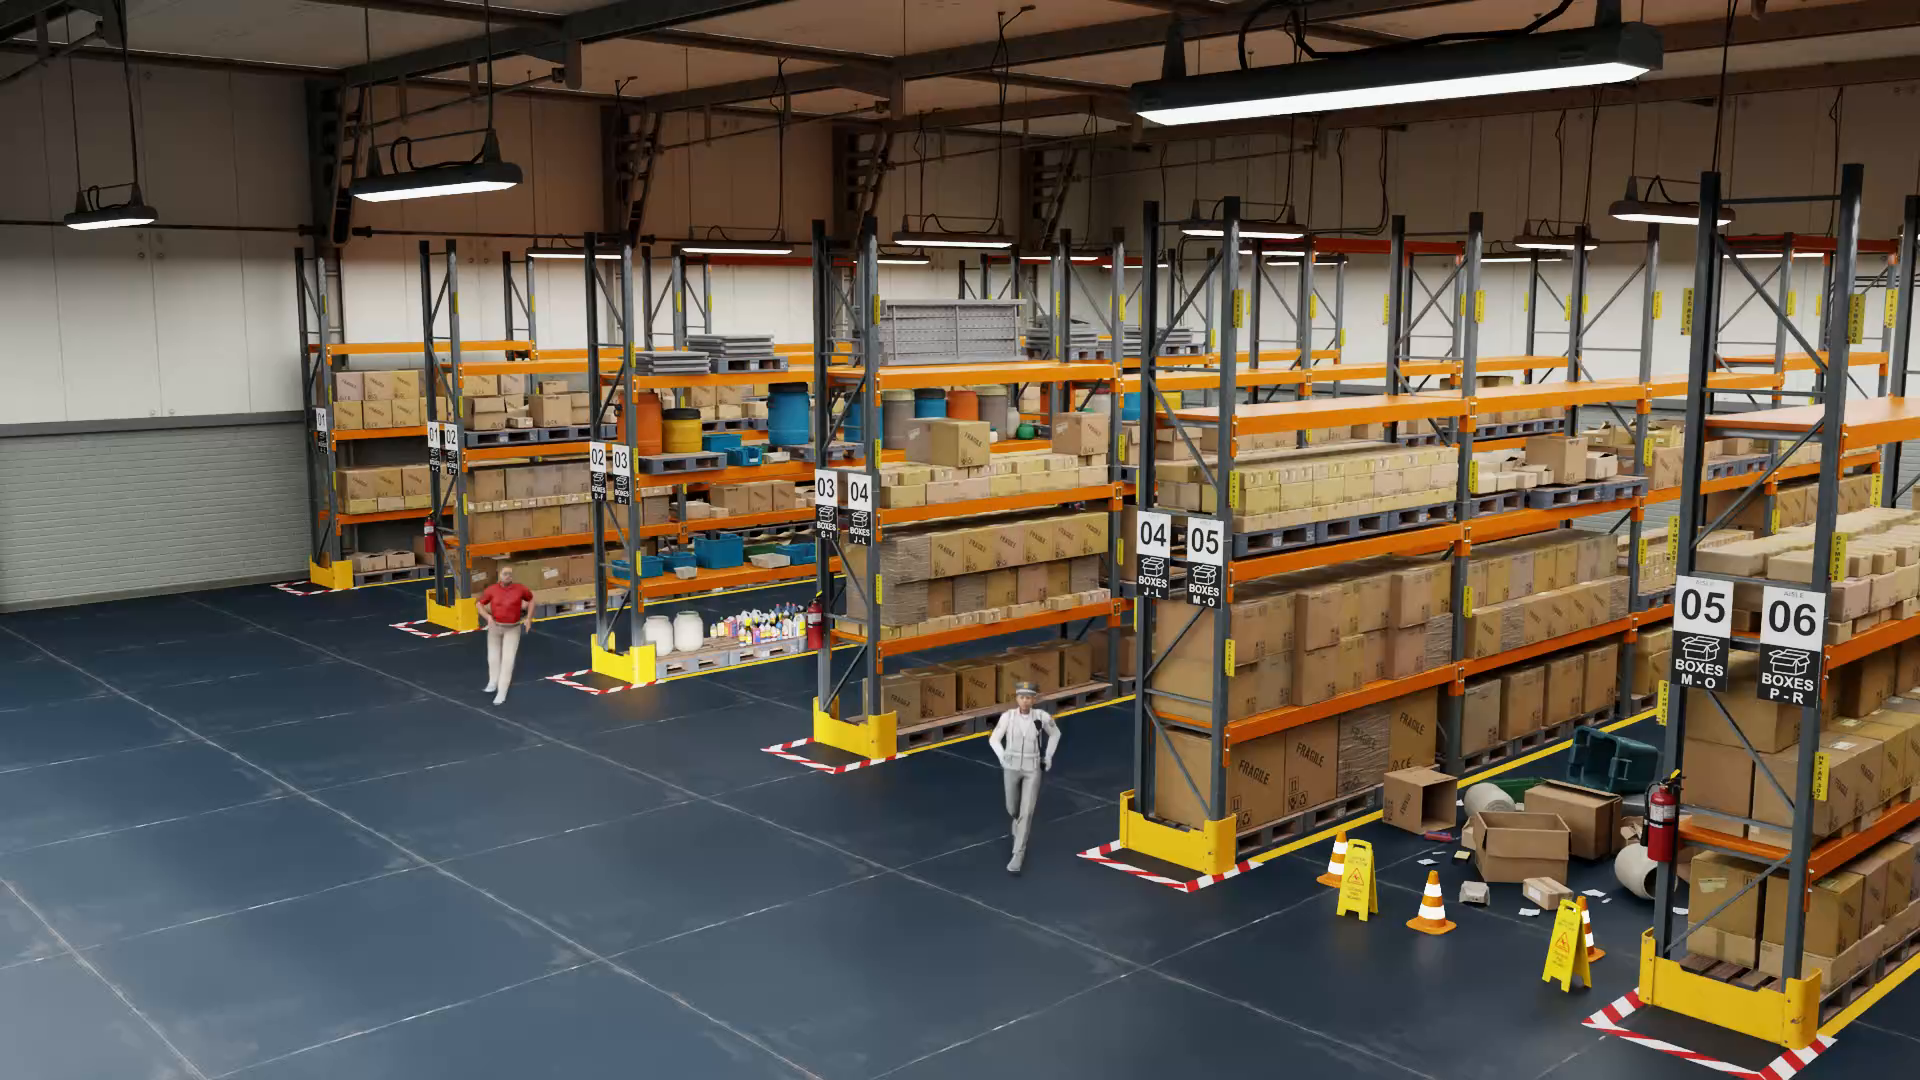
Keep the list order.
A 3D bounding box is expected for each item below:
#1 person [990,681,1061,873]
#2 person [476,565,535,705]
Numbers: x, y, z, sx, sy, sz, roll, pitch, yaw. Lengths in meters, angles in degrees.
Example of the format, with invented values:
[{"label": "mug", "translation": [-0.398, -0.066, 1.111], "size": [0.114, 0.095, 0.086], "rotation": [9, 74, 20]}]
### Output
[{"label": "person", "translation": [0.591, 2.111, 15.295], "size": [0.644, 1.692, 0.908], "rotation": [1, 8, 9]}, {"label": "person", "translation": [-5.862, 1.198, 21.459], "size": [0.711, 1.765, 0.801], "rotation": [-1, 8, -7]}]
